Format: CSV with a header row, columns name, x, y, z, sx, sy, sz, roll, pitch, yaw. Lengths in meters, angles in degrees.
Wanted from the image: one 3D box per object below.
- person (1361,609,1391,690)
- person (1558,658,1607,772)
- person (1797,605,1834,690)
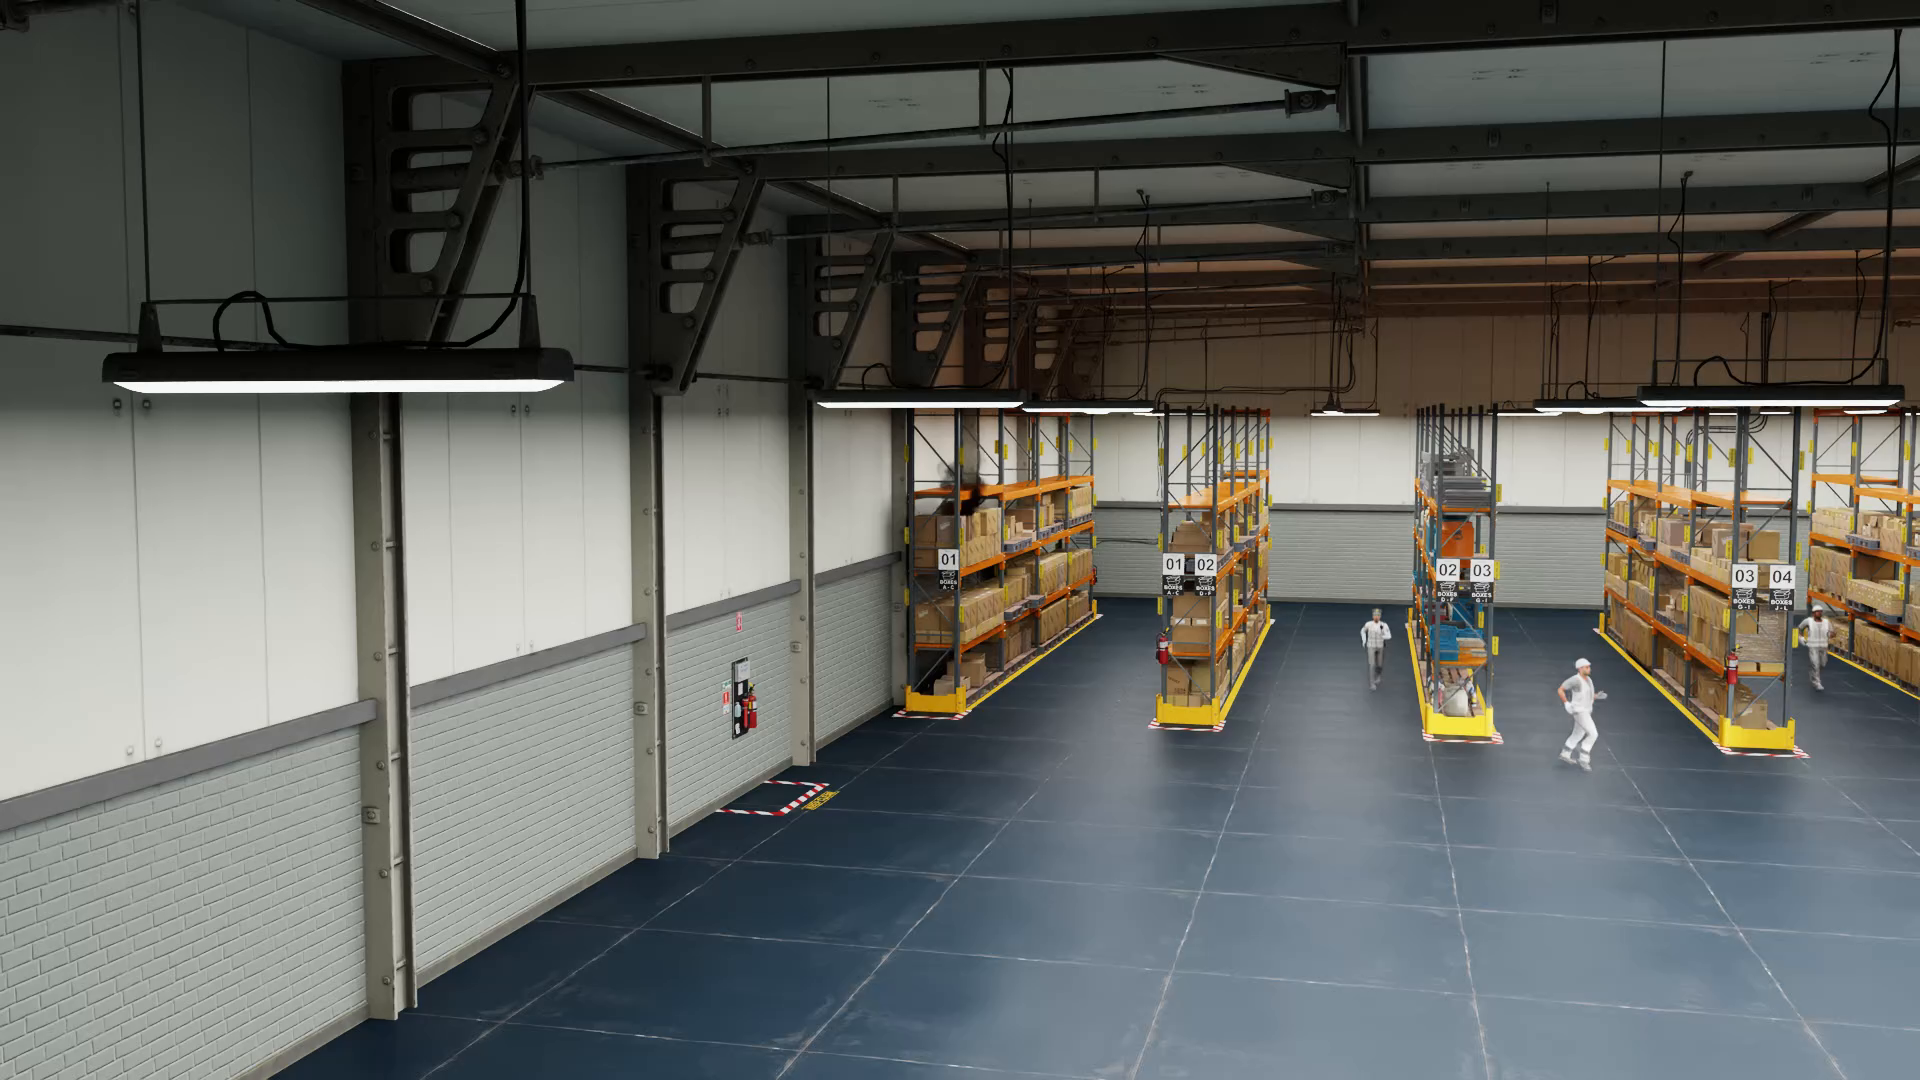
name,x,y,z,sx,sy,sz,roll,pitch,yaw
person,8.822,2.288,35.262,0.611,1.681,0.940,1,4,11
person,10.164,2.861,27.165,0.768,1.854,0.647,4,6,41
person,18.140,2.264,35.225,0.684,1.762,0.964,0,4,6
